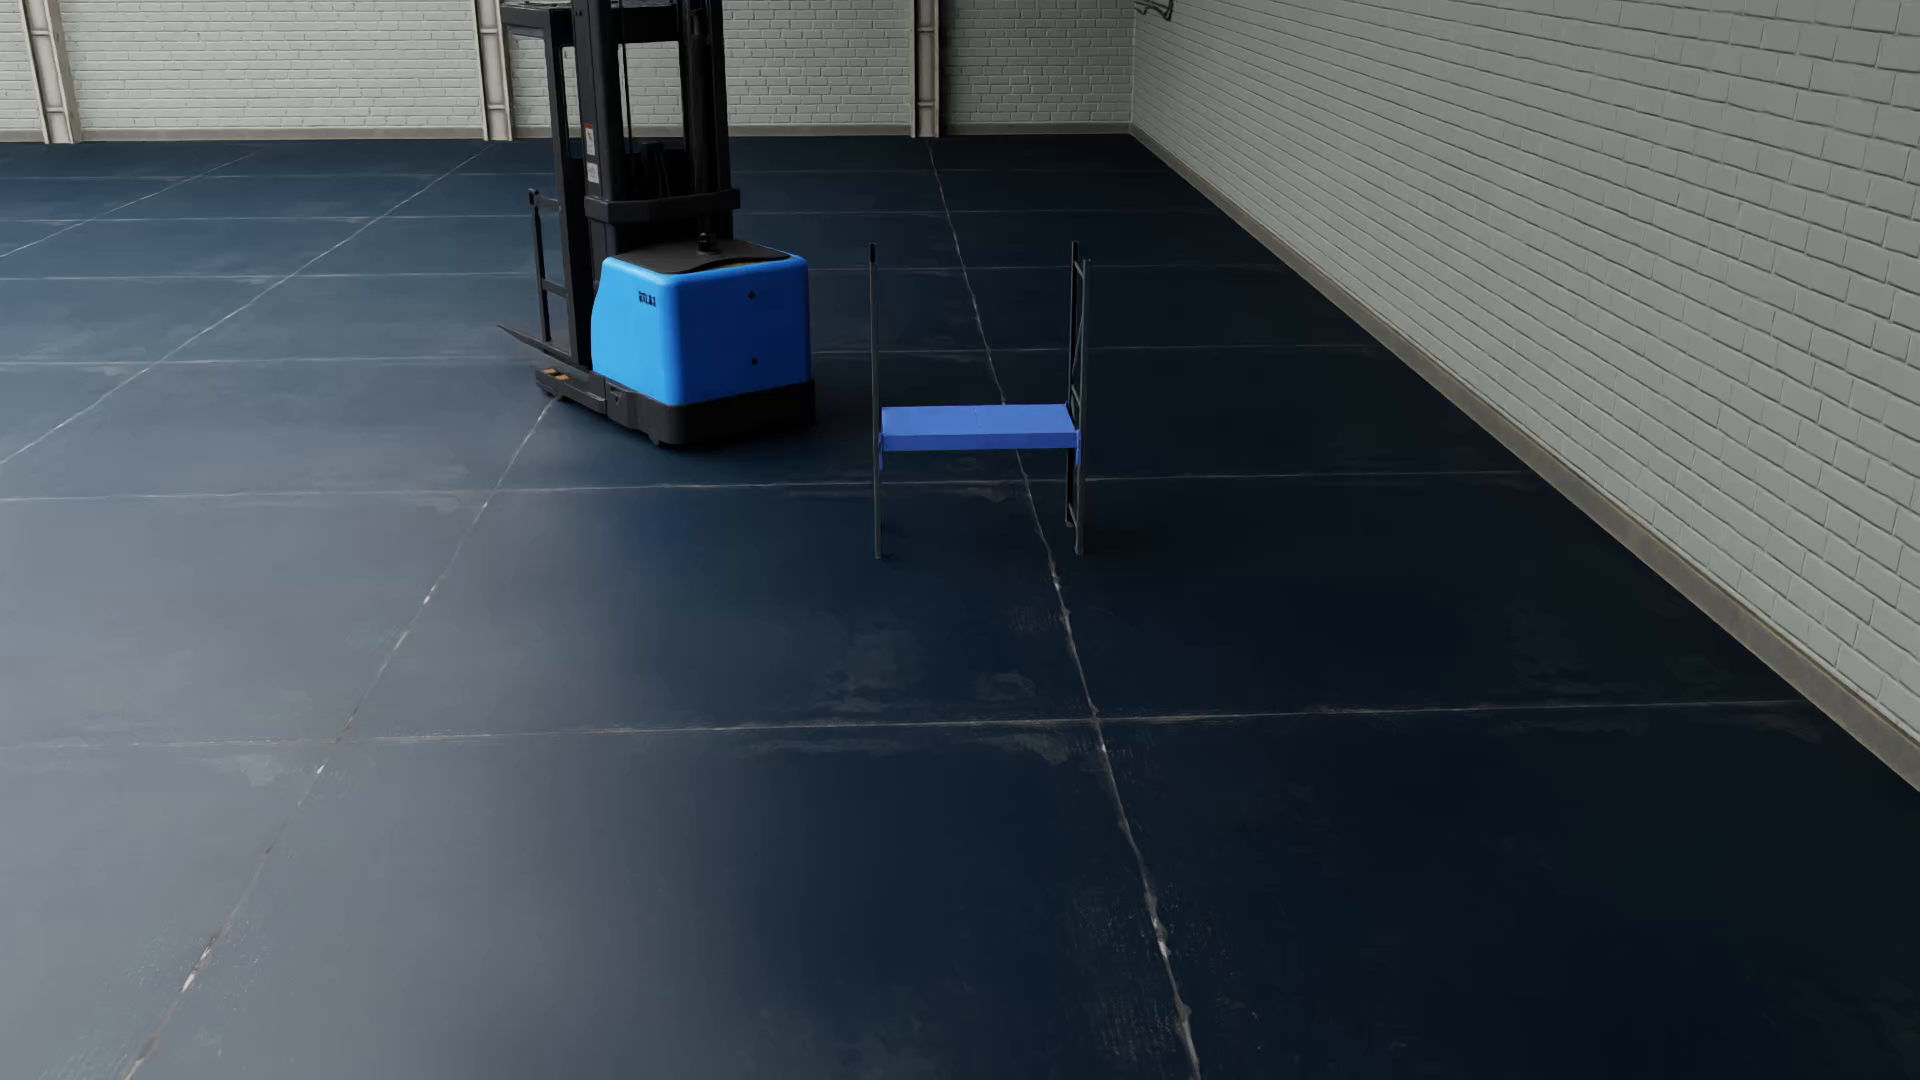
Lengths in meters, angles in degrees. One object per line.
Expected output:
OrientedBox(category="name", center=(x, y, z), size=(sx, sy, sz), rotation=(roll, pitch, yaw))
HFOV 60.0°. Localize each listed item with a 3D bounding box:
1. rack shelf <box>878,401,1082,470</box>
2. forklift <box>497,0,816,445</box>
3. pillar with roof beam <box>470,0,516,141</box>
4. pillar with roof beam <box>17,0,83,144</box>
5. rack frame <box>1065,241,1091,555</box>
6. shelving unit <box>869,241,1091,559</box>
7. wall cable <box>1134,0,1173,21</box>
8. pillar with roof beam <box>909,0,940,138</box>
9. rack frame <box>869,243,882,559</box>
OrientedBox(category="rack shelf", center=(0.085, -0.535, 8.423), size=(1.000, 0.185, 0.538), rotation=(-1, 21, -3))
OrientedBox(category="forklift", center=(-2.205, -2.396, 10.795), size=(1.130, 2.935, 3.031), rotation=(-15, 26, -35))
OrientedBox(category="pillar with roof beam", center=(-6.244, -8.337, 17.871), size=(0.400, 9.000, 9.100), rotation=(-1, 21, -3))
OrientedBox(category="pillar with roof beam", center=(-12.234, -8.215, 17.551), size=(0.400, 9.000, 9.100), rotation=(-1, 21, -3))
OrientedBox(category="rack frame", center=(0.593, -0.713, 8.386), size=(0.032, 1.500, 0.500), rotation=(-1, 21, -3))
OrientedBox(category="shelving unit", center=(0.085, -0.703, 8.359), size=(1.048, 1.500, 0.538), rotation=(-1, 21, -3))
OrientedBox(category="wall cable", center=(2.517, -8.127, 21.684), size=(0.112, 2.526, 3.097), rotation=(-1, 21, -3))
OrientedBox(category="pillar with roof beam", center=(-0.254, -8.459, 18.191), size=(0.400, 9.000, 9.100), rotation=(-1, 21, -3))
OrientedBox(category="rack frame", center=(-0.422, -0.692, 8.332), size=(0.032, 1.500, 0.500), rotation=(-1, 21, -3))
